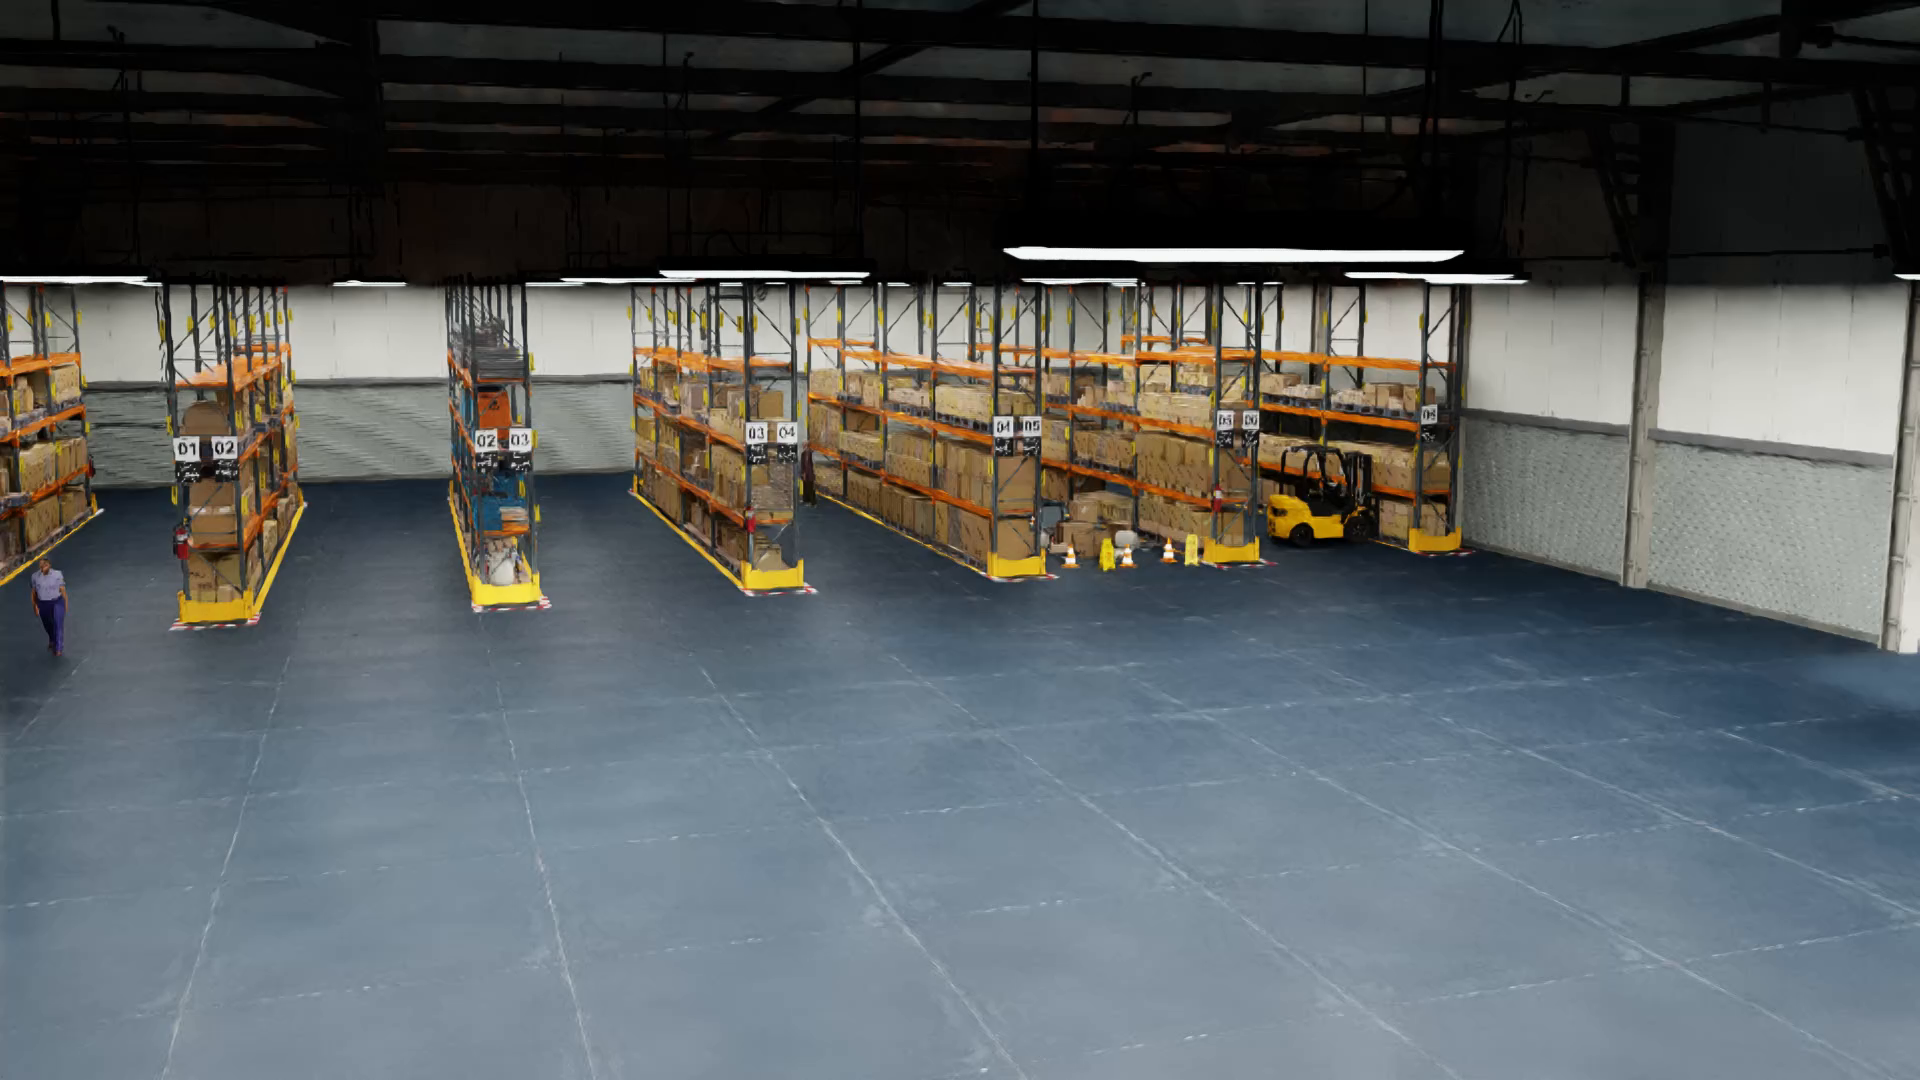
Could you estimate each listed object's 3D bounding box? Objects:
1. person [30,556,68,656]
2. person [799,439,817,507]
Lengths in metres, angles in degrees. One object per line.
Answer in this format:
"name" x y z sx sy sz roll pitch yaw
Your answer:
"person" -14.328 1.009 26.142 0.479 1.567 1.090 -2 9 -16
"person" -4.057 -1.774 43.786 0.610 1.776 0.656 0 9 0
